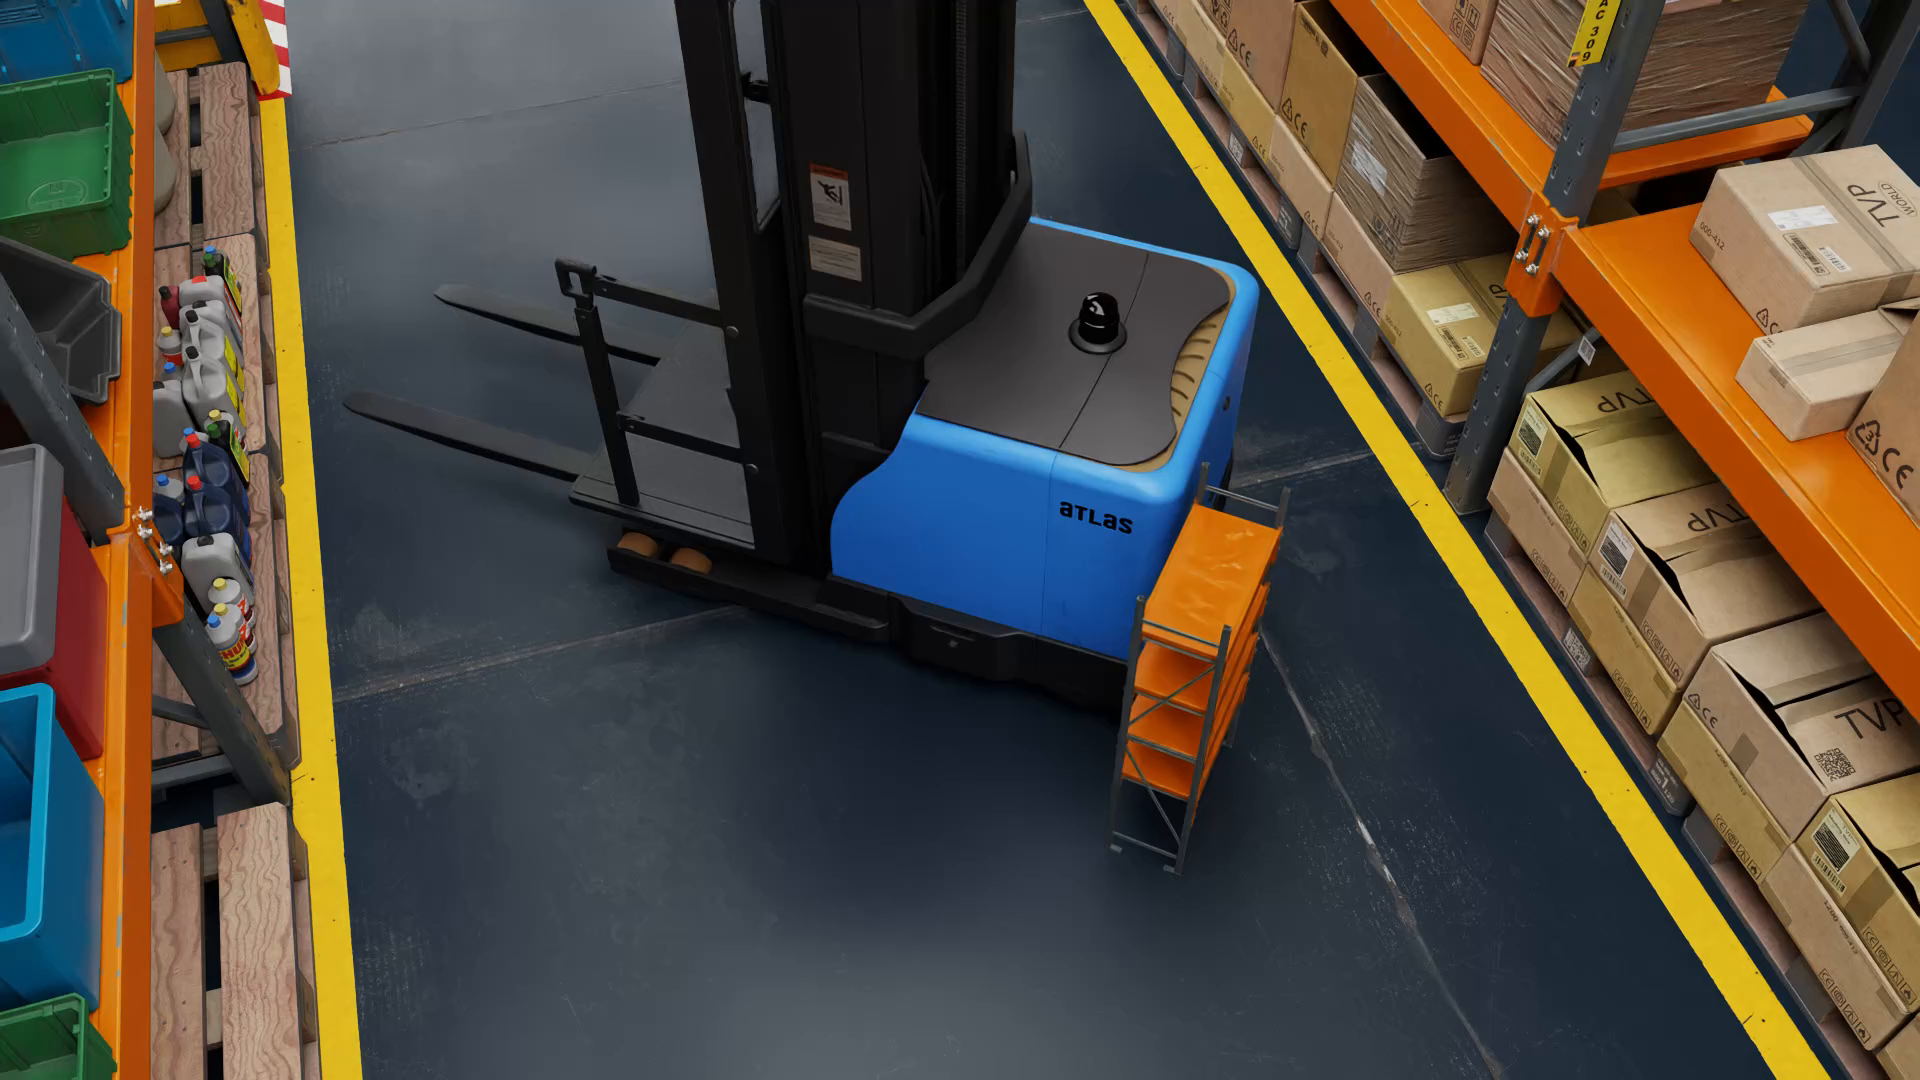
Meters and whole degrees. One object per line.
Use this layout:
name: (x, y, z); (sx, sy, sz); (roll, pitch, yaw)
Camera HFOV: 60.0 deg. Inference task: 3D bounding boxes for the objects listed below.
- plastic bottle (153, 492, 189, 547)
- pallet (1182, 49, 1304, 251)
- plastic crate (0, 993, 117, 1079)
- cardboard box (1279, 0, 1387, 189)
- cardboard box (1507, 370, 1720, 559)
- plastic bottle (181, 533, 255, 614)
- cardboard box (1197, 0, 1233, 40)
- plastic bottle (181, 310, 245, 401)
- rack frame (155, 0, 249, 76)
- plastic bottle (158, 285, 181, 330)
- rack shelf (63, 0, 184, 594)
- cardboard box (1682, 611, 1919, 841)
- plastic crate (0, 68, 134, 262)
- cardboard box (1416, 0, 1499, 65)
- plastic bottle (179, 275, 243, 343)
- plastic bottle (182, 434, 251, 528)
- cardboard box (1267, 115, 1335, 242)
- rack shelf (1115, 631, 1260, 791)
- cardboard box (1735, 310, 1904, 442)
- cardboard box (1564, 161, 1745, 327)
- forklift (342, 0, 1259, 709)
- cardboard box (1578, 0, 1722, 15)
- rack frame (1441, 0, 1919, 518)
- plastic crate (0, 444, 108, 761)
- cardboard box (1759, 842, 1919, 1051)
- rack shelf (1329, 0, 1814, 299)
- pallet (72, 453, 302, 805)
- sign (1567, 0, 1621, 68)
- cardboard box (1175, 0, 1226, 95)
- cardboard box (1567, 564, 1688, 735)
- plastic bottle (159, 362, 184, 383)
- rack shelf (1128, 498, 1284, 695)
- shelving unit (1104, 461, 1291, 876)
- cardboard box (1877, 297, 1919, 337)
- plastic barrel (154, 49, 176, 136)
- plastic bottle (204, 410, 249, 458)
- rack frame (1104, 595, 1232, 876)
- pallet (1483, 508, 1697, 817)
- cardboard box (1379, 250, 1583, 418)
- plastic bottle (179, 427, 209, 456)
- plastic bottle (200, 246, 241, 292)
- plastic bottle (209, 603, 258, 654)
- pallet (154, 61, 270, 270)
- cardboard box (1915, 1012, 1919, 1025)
plastic bottle: (-2.512, -0.024, 5.253); (0.144, 0.351, 0.185); (-13, 51, -11)
pallet: (1.641, -1.787, 7.118); (1.003, 0.211, 1.213); (-13, 51, -11)
plastic crate: (-1.748, 1.191, 2.922); (0.450, 0.188, 0.662); (-13, 51, -11)
cardboard box: (1.567, -1.715, 6.267); (0.500, 0.500, 0.500); (-13, 51, -11)
cardboard box: (2.085, -0.274, 5.176); (0.500, 0.311, 0.500); (-13, 51, -11)
plastic bottle: (-2.329, 0.089, 5.207); (0.152, 0.276, 0.135); (-12, 51, -10)
cardboard box: (1.274, -2.446, 6.883); (0.500, 0.500, 0.500); (-13, 51, -11)
plastic bottle: (-2.611, -0.641, 5.773); (0.144, 0.351, 0.185); (-11, 51, -9)
rack frame: (-3.715, -3.007, 6.323); (1.000, 3.000, 0.127); (-13, 51, -11)
plastic bottle: (-2.806, -0.816, 5.965); (0.061, 0.283, 0.133); (-13, 51, -11)
rack shelf: (-3.124, -1.314, 5.366); (1.077, 0.370, 4.000); (-13, 51, -11)
cardboard box: (2.382, 0.470, 4.548); (0.500, 0.311, 0.500); (-15, 51, -12)
plastic crate: (-2.664, -1.072, 4.831); (0.450, 0.188, 0.662); (-13, 51, -11)
cardboard box: (1.901, -1.941, 5.359); (0.700, 0.500, 0.500); (-14, 51, -11)
plastic bottle: (-2.705, -0.838, 5.988); (0.152, 0.276, 0.135); (-13, 51, -11)
plastic bottle: (-2.430, -0.194, 5.397); (0.144, 0.351, 0.185); (-15, 52, -13)
cardboard box: (1.554, -1.470, 6.551); (0.500, 0.250, 0.500); (-13, 51, -11)
rack shelf: (0.643, 0.436, 4.685); (0.258, 0.148, 0.480); (19, 52, 15)
cardboard box: (2.267, -0.428, 4.313); (0.380, 0.149, 0.250); (-13, 51, -11)
cardboard box: (2.363, -1.103, 5.751); (0.500, 0.500, 0.500); (-13, 51, -11)
forklift: (-0.649, -1.122, 4.779); (3.031, 2.935, 1.130); (16, 52, 13)
cardboard box: (1.916, -1.594, 4.642); (0.380, 0.149, 0.250); (-13, 51, -11)
rack frame: (2.201, -1.202, 4.802); (1.000, 3.000, 0.127); (-13, 51, -11)
plastic crate: (-2.097, 0.179, 3.596); (0.402, 0.464, 0.583); (-13, 51, -11)
cardboard box: (2.539, 1.022, 4.450); (0.500, 0.250, 0.500); (-12, 51, -10)
rack shelf: (1.609, -2.431, 6.308); (1.077, 0.370, 4.000); (-13, 51, -11)
pallet: (-2.691, 0.314, 5.347); (1.003, 0.211, 1.213); (-13, 51, -11)
sign: (1.671, -1.380, 4.334); (0.100, 0.325, 0.005); (-13, 51, -11)
cardboard box: (1.263, -2.201, 7.168); (0.500, 0.250, 0.500); (-13, 51, -11)
cardboard box: (2.233, 0.273, 5.082); (0.500, 0.250, 0.500); (-12, 51, -10)
plastic bottle: (-2.713, -0.533, 5.780); (0.097, 0.201, 0.097); (0, 50, 0)
rack shelf: (0.643, 0.140, 4.333); (0.258, 0.148, 0.480); (19, 52, 15)
shelving unit: (0.643, 0.393, 4.634); (0.258, 1.200, 0.503); (19, 52, 15)
cardboard box: (2.636, -0.558, 4.347); (0.396, 0.266, 0.258); (-14, 51, -12)
plastic barrel: (-3.447, -1.877, 6.723); (0.421, 0.512, 0.421); (0, 50, 0)
plastic bottle: (-2.492, -0.358, 5.633); (0.097, 0.201, 0.097); (0, 50, 0)
rack frame: (0.544, 0.563, 4.490); (0.240, 1.200, 0.015); (19, 52, 15)
pallet: (2.456, 0.226, 5.422); (1.003, 0.211, 1.213); (-13, 51, -11)
cardboard box: (1.855, -0.741, 5.936); (0.500, 0.250, 0.500); (-13, 51, -11)
plastic bottle: (-2.510, -0.268, 5.511); (0.097, 0.271, 0.097); (0, 50, 0)
plastic bottle: (-2.753, -1.004, 6.177); (0.097, 0.201, 0.097); (0, 50, 0)
plastic bottle: (-2.238, 0.269, 5.104); (0.097, 0.201, 0.097); (0, 50, 0)
pallet: (-3.413, -1.468, 6.850); (1.003, 0.211, 1.213); (-13, 51, -11)
cardboard box: (2.687, 1.215, 3.921); (0.500, 0.311, 0.500); (-14, 51, -11)
